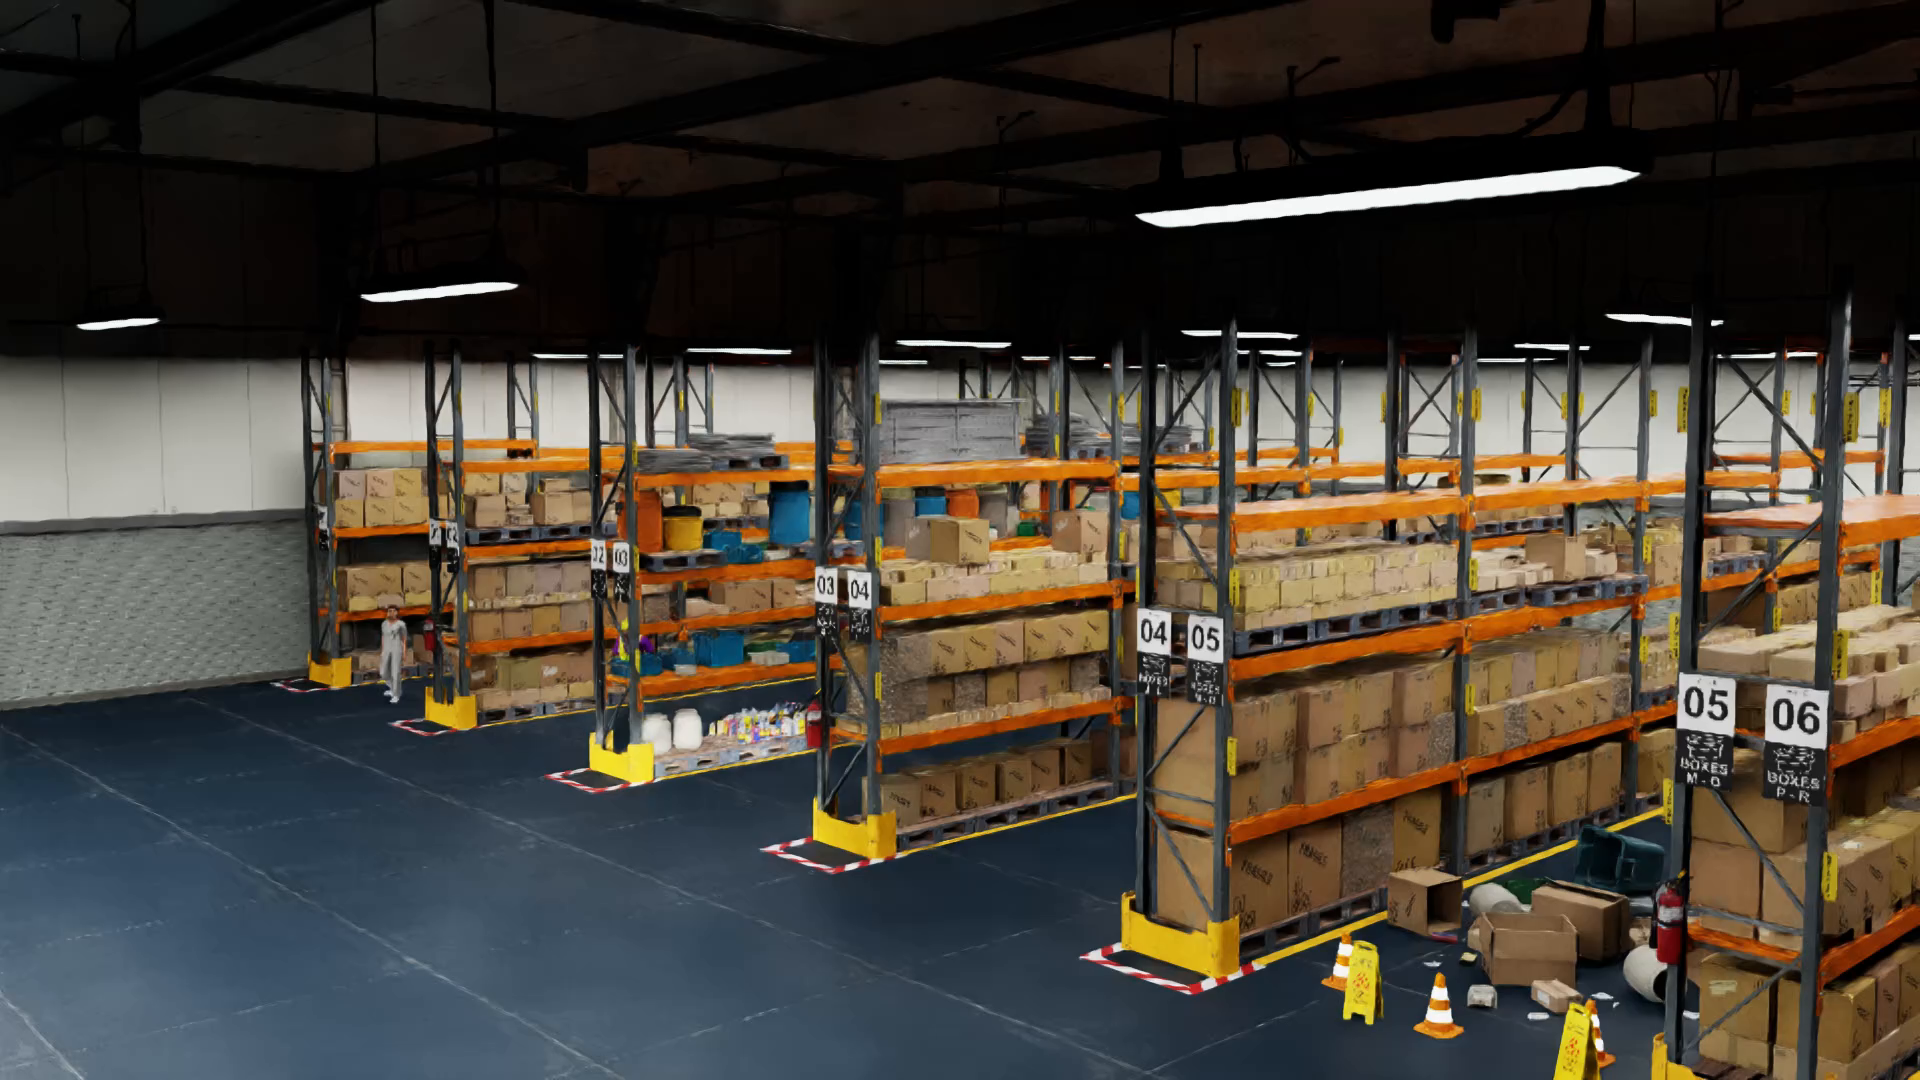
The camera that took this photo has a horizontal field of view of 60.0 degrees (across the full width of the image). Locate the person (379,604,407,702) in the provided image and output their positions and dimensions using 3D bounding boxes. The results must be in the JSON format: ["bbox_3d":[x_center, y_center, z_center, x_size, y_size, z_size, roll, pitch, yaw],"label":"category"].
[{"bbox_3d":[-9.501,1.881,27.963,0.516,1.662,0.524,1,5,11],"label":"person"}]

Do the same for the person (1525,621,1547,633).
[{"bbox_3d":[9.162,1.978,26.381,1.045,1.736,0.565,-5,7,-44],"label":"person"}]

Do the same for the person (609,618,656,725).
[{"bbox_3d":[-5.043,2.043,25.765,0.713,1.696,0.809,3,6,29],"label":"person"}]
